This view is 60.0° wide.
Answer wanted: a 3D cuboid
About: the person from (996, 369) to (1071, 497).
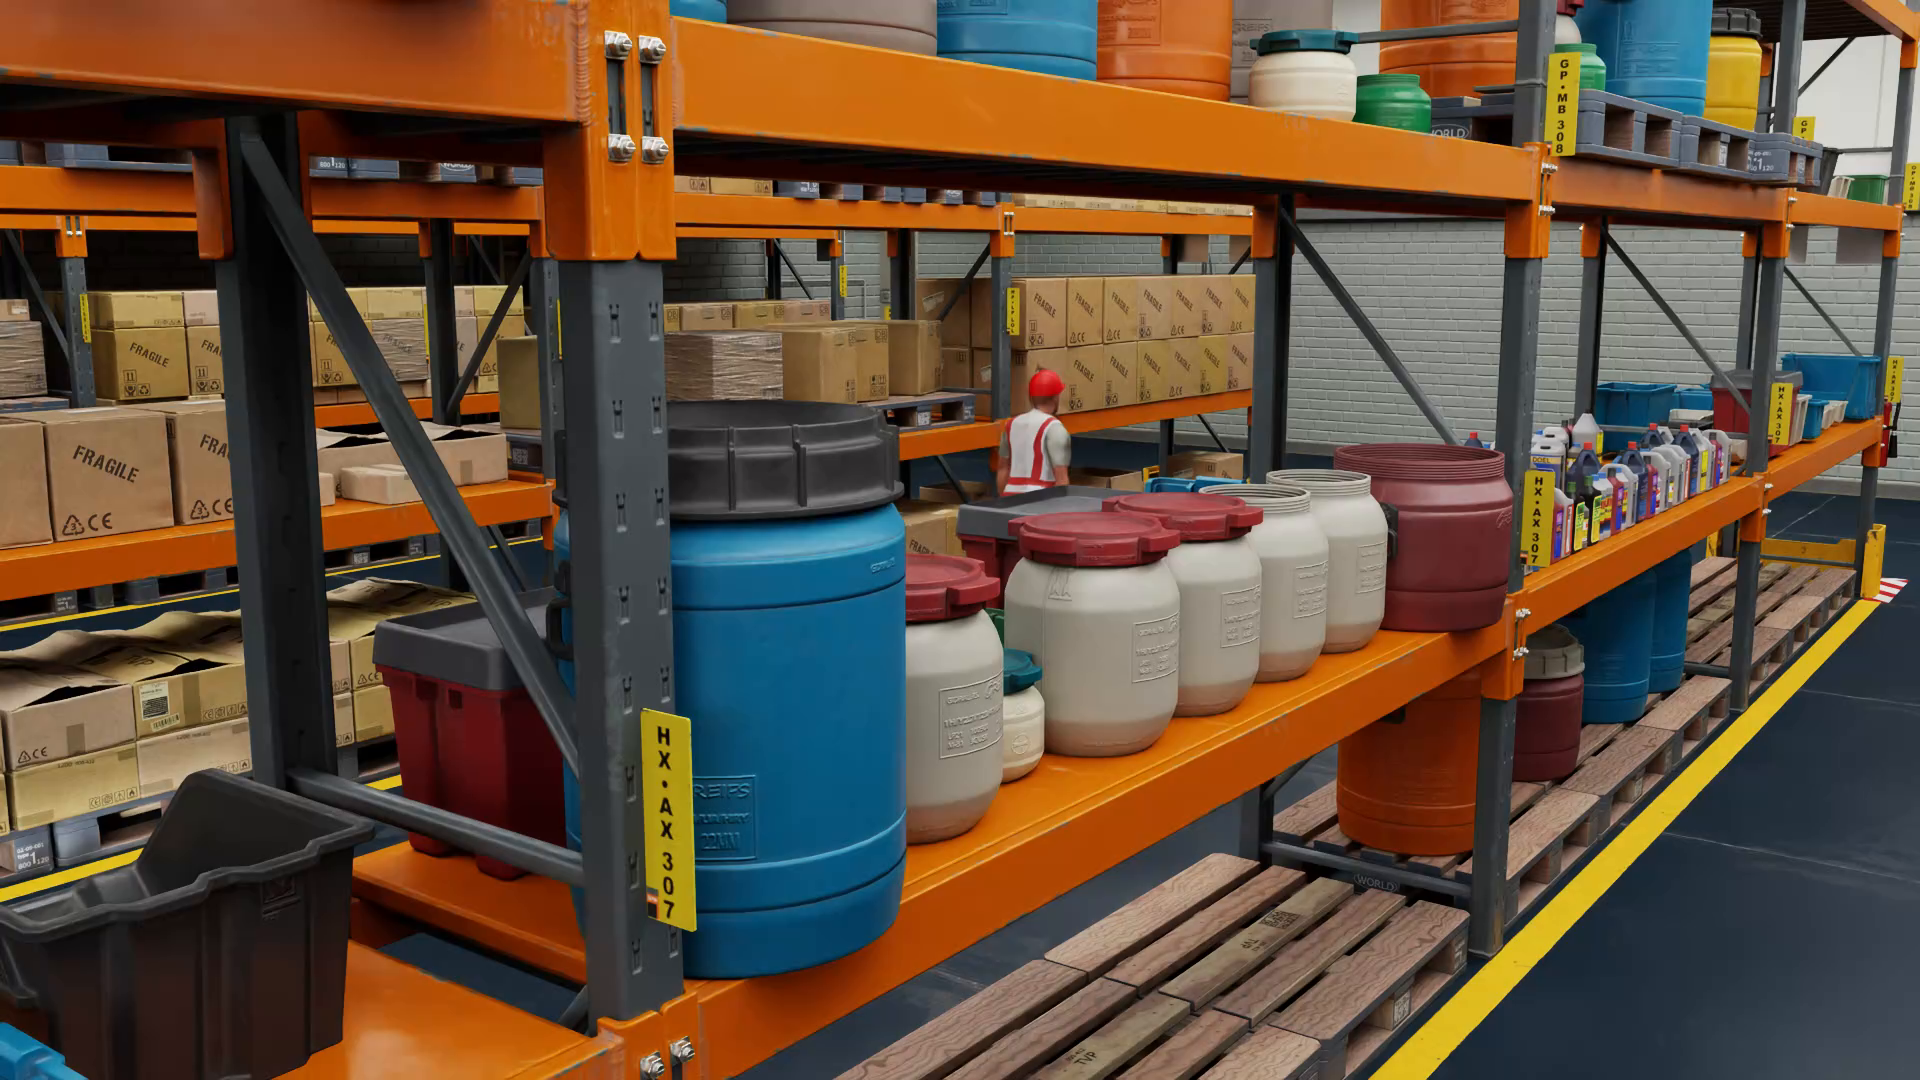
[{"bbox_3d":[0.437,-0.151,10.124,0.505,1.763,0.611,-8,12,-39],"label":"person"}]
